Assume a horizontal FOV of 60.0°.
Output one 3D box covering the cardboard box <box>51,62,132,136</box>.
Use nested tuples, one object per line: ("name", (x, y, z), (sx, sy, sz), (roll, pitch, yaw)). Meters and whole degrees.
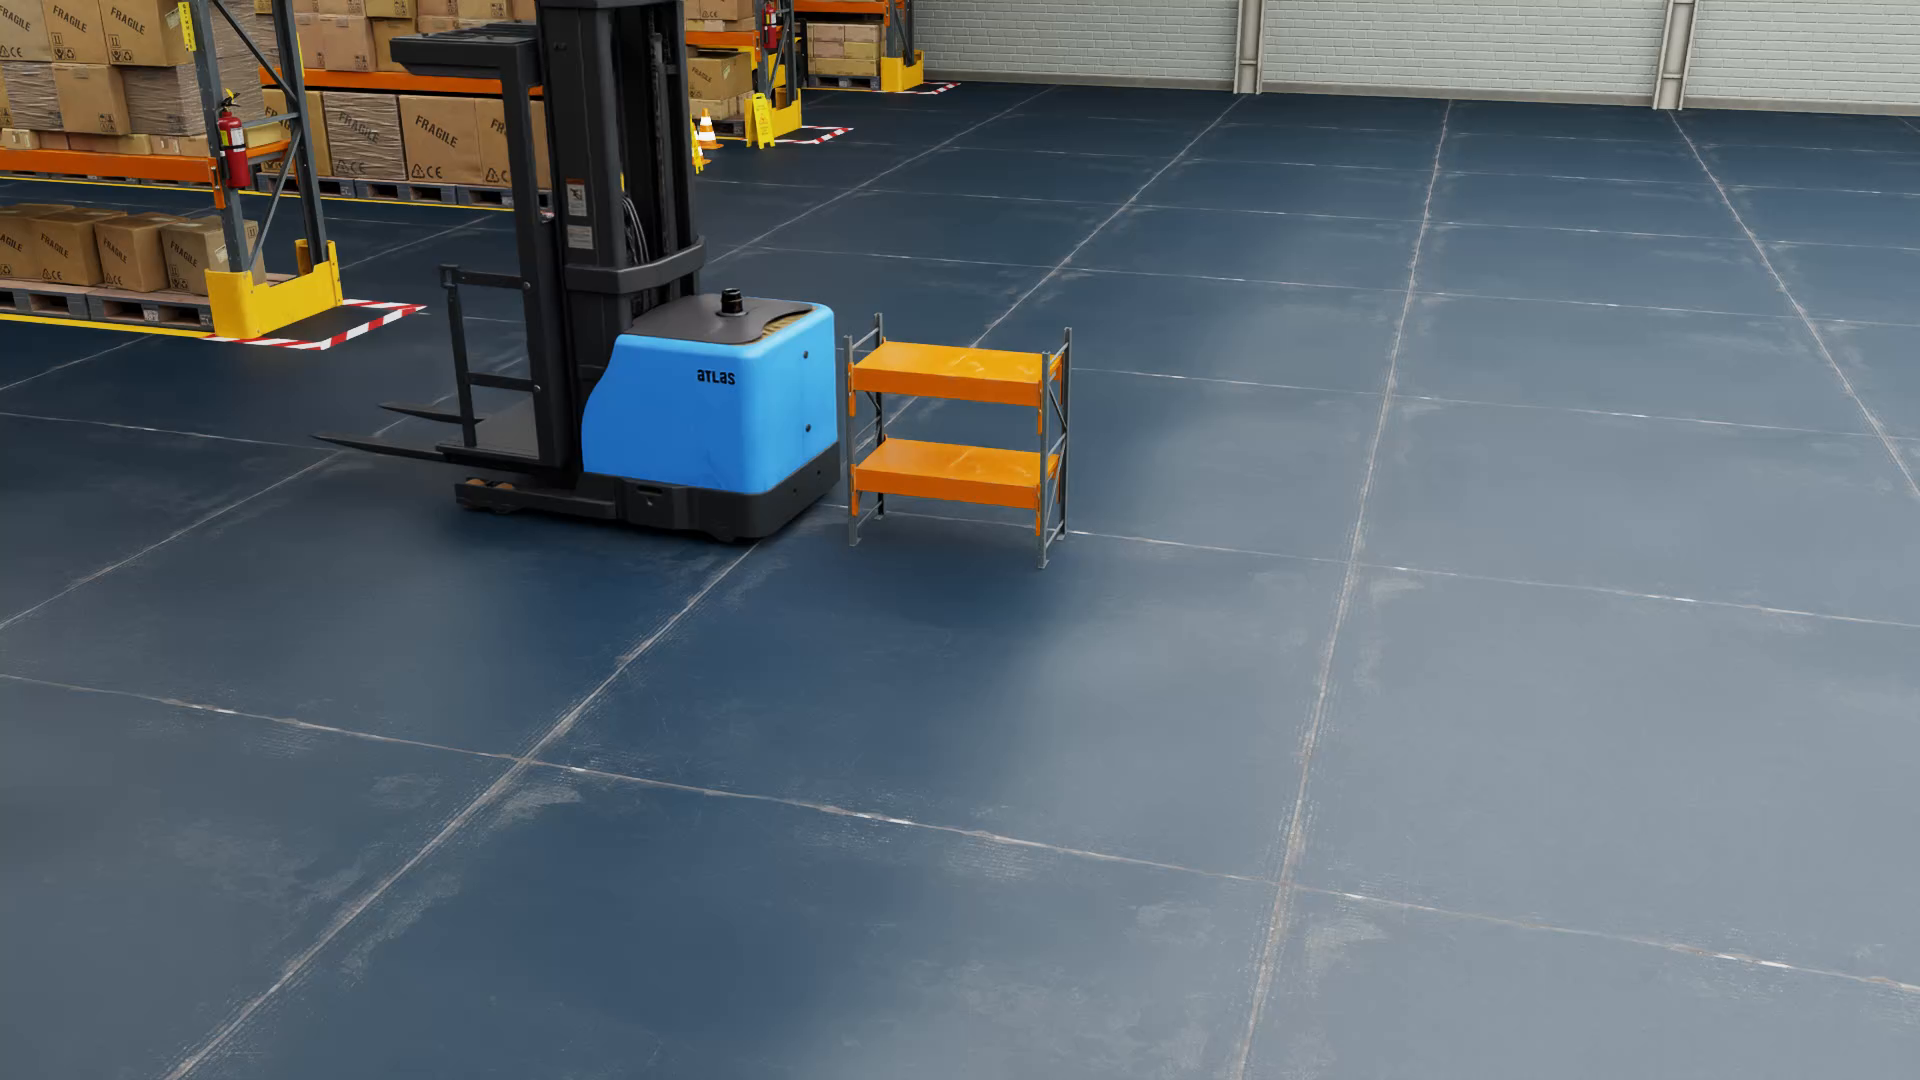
("cardboard box", (-6.251, -3.369, 12.508), (0.500, 0.500, 0.875), (7, 23, 16))

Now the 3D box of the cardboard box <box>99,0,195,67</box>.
("cardboard box", (-5.817, -3.721, 12.048), (0.500, 0.500, 0.500), (7, 23, 16))

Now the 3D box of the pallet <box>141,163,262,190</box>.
("pallet", (-8.280, -4.101, 18.489), (1.213, 0.211, 1.003), (7, 23, 16))

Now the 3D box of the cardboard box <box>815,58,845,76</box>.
("cardboard box", (-1.941, -7.425, 25.989), (0.500, 0.250, 0.500), (7, 23, 15))

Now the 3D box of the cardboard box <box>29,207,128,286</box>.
("cardboard box", (-6.988, -2.345, 13.274), (0.500, 0.500, 0.500), (9, 24, 20))

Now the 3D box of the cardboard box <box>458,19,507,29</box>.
("cardboard box", (-4.591, -5.041, 16.909), (0.550, 0.550, 0.875), (7, 23, 16))

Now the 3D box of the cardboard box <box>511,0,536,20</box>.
("cardboard box", (-4.034, -5.519, 16.651), (0.550, 0.550, 0.875), (7, 23, 16))

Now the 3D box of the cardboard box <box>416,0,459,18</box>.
("cardboard box", (-5.084, -5.656, 16.986), (0.550, 0.550, 0.875), (7, 23, 16))

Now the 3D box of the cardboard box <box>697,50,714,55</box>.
("cardboard box", (-3.574, -6.221, 22.064), (0.500, 0.500, 0.500), (6, 23, 14))

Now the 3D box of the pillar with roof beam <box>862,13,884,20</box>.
("pillar with roof beam", (-2.576, -10.124, 21.593), (0.400, 9.000, 9.100), (7, 23, 16))

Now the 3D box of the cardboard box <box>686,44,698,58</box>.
("cardboard box", (-3.570, -6.283, 21.361), (0.250, 0.149, 0.380), (7, 23, 17))

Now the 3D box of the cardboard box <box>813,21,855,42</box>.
("cardboard box", (-1.948, -7.884, 25.790), (0.500, 0.250, 0.500), (7, 23, 16))

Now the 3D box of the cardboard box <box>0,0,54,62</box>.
("cardboard box", (-6.776, -3.829, 12.312), (0.500, 0.500, 0.500), (7, 23, 16))

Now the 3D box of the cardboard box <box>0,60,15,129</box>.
("cardboard box", (-7.193, -3.499, 12.824), (0.500, 0.500, 0.875), (7, 23, 16))

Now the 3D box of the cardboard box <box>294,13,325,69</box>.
("cardboard box", (-6.630, -5.315, 17.576), (0.550, 0.550, 0.875), (7, 23, 16))

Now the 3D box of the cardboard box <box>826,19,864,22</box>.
("cardboard box", (-1.811, -8.068, 26.239), (0.500, 0.250, 0.500), (7, 23, 16))

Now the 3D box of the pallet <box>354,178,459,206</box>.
("pallet", (-5.642, -3.799, 17.752), (1.213, 0.211, 1.003), (7, 23, 15))

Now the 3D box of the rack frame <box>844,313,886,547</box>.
("rack frame", (-0.493, -0.577, 8.694), (0.032, 1.125, 0.500), (7, 23, 16))

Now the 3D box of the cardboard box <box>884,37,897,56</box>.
("cardboard box", (-1.317, -7.789, 26.217), (0.500, 0.250, 0.500), (7, 23, 16))

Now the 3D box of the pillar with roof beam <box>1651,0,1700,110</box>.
("pillar with roof beam", (8.912, -8.808, 18.386), (0.400, 9.000, 9.100), (7, 23, 16))

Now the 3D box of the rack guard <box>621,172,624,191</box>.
("rack guard", (-3.667, -3.736, 17.219), (0.348, 0.500, 1.175), (7, 23, 16))

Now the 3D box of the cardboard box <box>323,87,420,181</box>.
("cardboard box", (-6.073, -4.353, 17.676), (0.875, 0.875, 0.875), (7, 23, 16))

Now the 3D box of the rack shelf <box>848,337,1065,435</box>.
("rack shelf", (-0.006, -0.792, 8.447), (1.000, 0.278, 0.538), (7, 23, 16))

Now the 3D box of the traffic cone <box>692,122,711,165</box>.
("traffic cone", (-3.136, -4.669, 19.542), (0.334, 0.463, 0.336), (7, 23, 16))

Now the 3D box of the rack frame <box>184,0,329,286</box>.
("rack frame", (-5.219, -3.104, 12.385), (0.127, 3.000, 1.000), (7, 23, 16))

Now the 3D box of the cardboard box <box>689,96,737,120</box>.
("cardboard box", (-3.231, -5.620, 21.589), (0.500, 0.250, 0.500), (6, 23, 15))

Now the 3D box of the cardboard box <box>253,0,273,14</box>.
("cardboard box", (-7.176, -5.850, 17.457), (0.550, 0.550, 0.875), (7, 23, 16))

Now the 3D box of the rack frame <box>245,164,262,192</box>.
("rack frame", (-7.519, -5.333, 17.820), (0.127, 3.000, 1.000), (7, 23, 16))

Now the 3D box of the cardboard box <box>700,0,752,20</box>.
("cardboard box", (-2.956, -6.848, 20.988), (0.500, 0.500, 0.500), (6, 23, 15))

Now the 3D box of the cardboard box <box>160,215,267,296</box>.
("cardboard box", (-5.812, -2.216, 12.961), (0.500, 0.500, 0.500), (11, 25, 25))

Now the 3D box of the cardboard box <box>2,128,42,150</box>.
("cardboard box", (-7.018, -3.070, 12.633), (0.250, 0.149, 0.380), (7, 23, 16))

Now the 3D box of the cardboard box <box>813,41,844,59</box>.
("cardboard box", (-1.960, -7.661, 25.904), (0.500, 0.250, 0.500), (6, 23, 15))

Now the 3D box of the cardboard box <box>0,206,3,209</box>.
("cardboard box", (-8.127, -2.462, 13.560), (0.500, 0.500, 0.500), (15, 27, 32))

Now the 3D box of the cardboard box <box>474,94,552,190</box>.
("cardboard box", (-4.358, -4.157, 17.197), (0.875, 0.875, 0.875), (7, 23, 16))

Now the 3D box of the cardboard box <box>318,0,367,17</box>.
("cardboard box", (-6.139, -5.722, 17.147), (0.550, 0.550, 0.875), (7, 23, 16))

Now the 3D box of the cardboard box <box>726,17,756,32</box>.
("cardboard box", (-2.777, -6.552, 21.121), (0.250, 0.149, 0.380), (7, 23, 17))

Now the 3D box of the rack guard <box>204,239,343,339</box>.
("rack guard", (-5.292, -1.956, 12.879), (0.348, 0.500, 1.175), (7, 23, 16))

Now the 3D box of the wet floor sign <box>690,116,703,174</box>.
("wet floor sign", (-3.090, -4.522, 18.944), (0.232, 0.644, 0.267), (3, 22, 6))

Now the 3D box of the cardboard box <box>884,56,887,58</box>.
("cardboard box", (-1.340, -7.555, 26.307), (0.500, 0.250, 0.500), (7, 23, 16))

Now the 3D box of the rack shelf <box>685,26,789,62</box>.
("rack shelf", (-4.272, -6.591, 21.833), (4.000, 0.370, 1.077), (7, 23, 16))

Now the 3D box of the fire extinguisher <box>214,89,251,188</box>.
("fire extinguisher", (-5.243, -2.888, 11.960), (0.183, 0.674, 0.296), (7, 23, 16))

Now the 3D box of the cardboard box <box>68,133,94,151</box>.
("cardboard box", (-6.507, -3.056, 12.598), (0.250, 0.149, 0.380), (7, 23, 16))

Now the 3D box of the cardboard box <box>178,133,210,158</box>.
("cardboard box", (-5.552, -2.944, 12.326), (0.250, 0.149, 0.380), (7, 23, 16))

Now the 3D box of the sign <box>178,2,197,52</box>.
("sign", (-5.399, -3.586, 11.619), (0.005, 0.325, 0.100), (7, 23, 16))

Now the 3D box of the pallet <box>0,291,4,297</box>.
("pallet", (-8.396, -2.192, 13.835), (1.213, 0.211, 1.003), (7, 23, 16))

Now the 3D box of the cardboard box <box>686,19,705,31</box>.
("cardboard box", (-3.290, -6.575, 21.177), (0.250, 0.149, 0.380), (6, 23, 15))

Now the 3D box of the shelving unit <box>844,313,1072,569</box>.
("shelving unit", (-0.006, -0.521, 8.558), (1.048, 1.125, 0.538), (7, 23, 16))

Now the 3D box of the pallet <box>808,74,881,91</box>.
("pallet", (-1.671, -7.287, 26.256), (1.213, 0.211, 1.003), (7, 23, 16))

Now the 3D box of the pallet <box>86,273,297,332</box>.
("pallet", (-6.060, -1.924, 13.183), (1.213, 0.211, 1.003), (7, 23, 16))

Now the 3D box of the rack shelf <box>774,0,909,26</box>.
("rack shelf", (-2.841, -8.395, 26.231), (4.000, 0.370, 1.077), (7, 23, 16))

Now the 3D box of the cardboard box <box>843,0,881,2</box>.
("cardboard box", (-1.474, -8.513, 25.440), (0.500, 0.500, 0.500), (6, 23, 14))

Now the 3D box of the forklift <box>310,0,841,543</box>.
("forklift", (-2.245, -1.675, 8.990), (3.031, 2.935, 1.130), (8, 24, 19))

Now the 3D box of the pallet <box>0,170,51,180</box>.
("pallet", (-10.616, -4.368, 19.141), (1.213, 0.211, 1.003), (7, 23, 16))

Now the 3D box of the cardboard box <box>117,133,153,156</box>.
("cardboard box", (-6.045, -2.980, 12.414), (0.250, 0.149, 0.380), (7, 23, 16))

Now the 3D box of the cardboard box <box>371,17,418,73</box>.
("cardboard box", (-5.610, -5.191, 17.275), (0.500, 0.550, 0.875), (7, 23, 16))
